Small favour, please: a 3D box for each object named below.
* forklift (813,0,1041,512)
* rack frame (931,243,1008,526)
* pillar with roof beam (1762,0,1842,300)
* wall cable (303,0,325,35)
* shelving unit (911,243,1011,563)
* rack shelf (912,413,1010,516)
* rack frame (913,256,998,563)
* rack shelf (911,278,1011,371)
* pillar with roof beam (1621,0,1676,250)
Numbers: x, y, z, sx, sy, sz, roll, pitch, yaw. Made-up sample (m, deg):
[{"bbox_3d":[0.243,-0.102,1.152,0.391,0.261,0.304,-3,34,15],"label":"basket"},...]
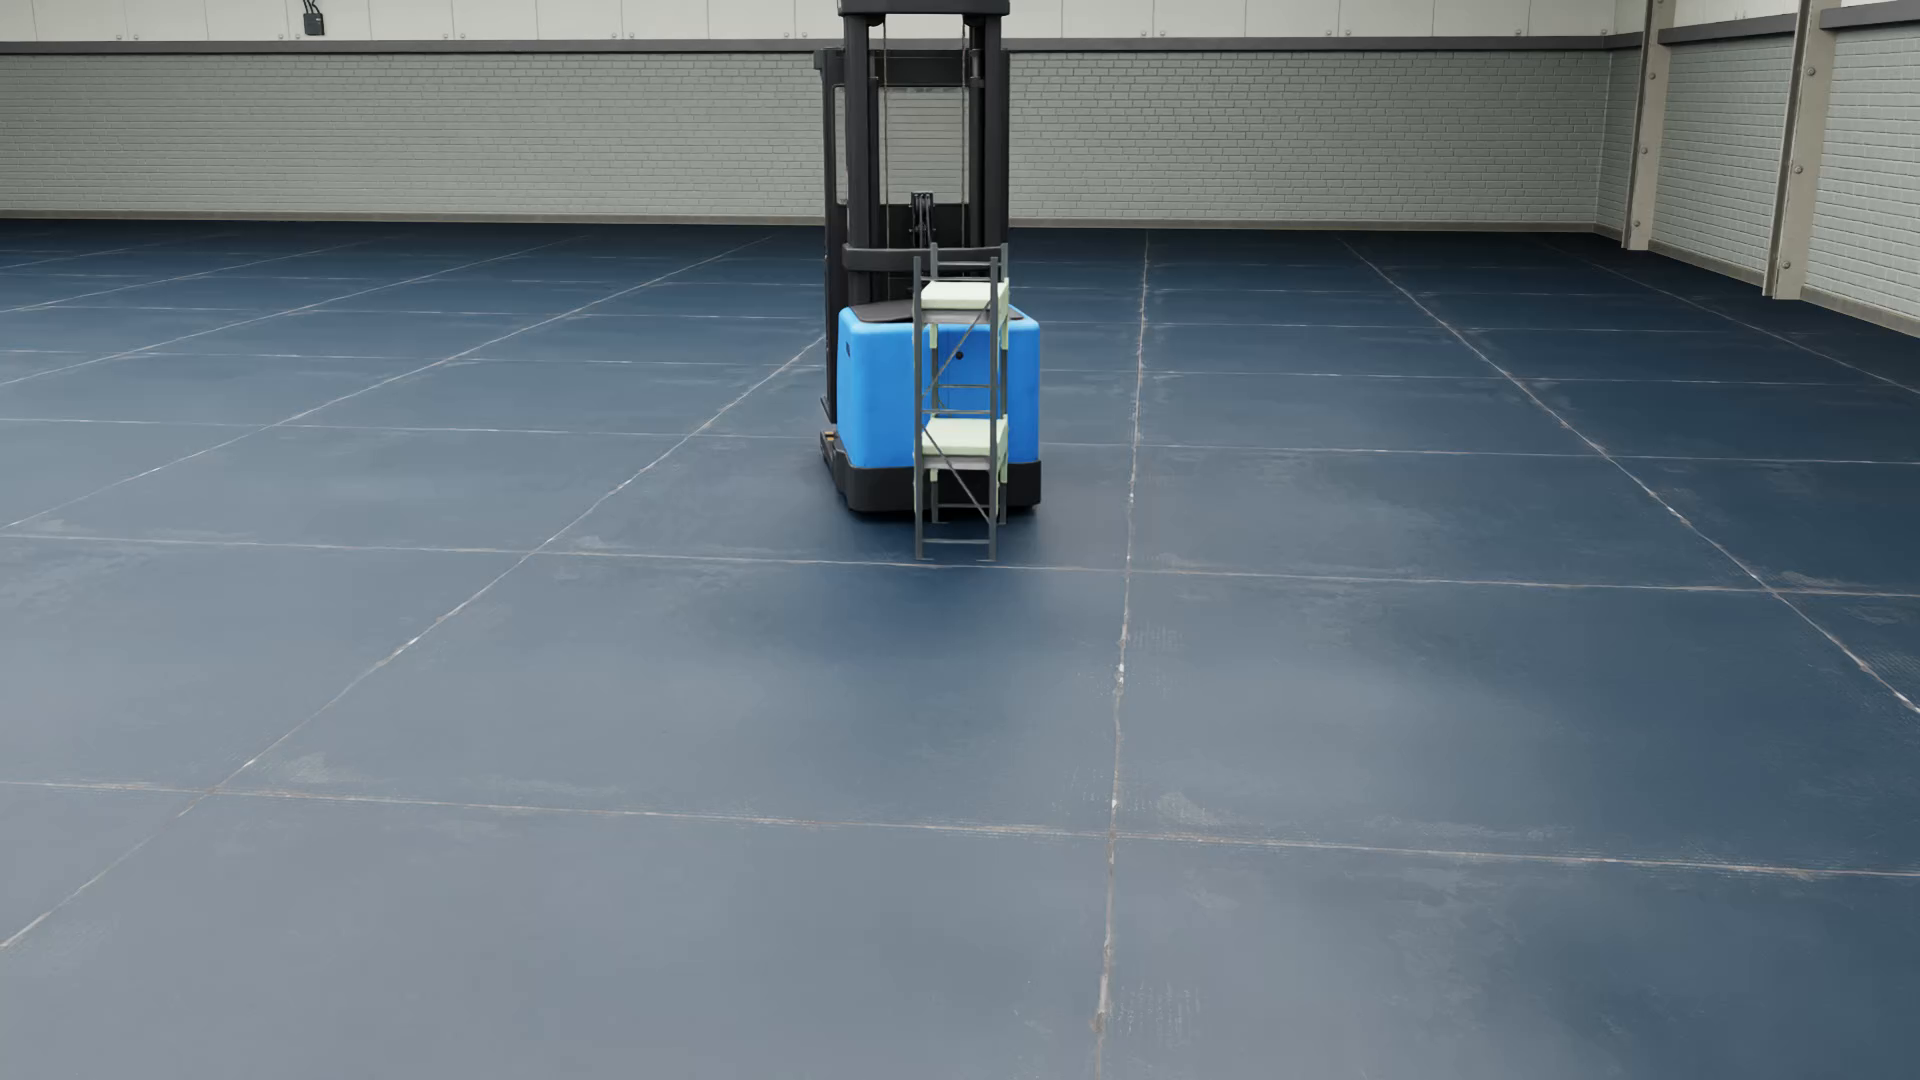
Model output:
[{"bbox_3d":[-0.292,-1.904,10.089,1.130,2.935,3.031,-2,15,-9],"label":"forklift"},{"bbox_3d":[0.049,-0.807,8.774,0.400,1.500,0.023,1,15,5],"label":"rack frame"},{"bbox_3d":[5.032,-7.219,18.121,9.100,9.000,0.400,2,15,6],"label":"pillar with roof beam"},{"bbox_3d":[-10.235,-11.660,28.027,2.305,6.003,0.169,2,15,6],"label":"wall cable"},{"bbox_3d":[0.014,-0.712,8.422,0.431,1.500,0.755,1,15,5],"label":"shelving unit"},{"bbox_3d":[0.014,-0.397,8.507,0.431,0.370,0.720,1,15,5],"label":"rack shelf"},{"bbox_3d":[-0.021,-0.617,8.070,0.400,1.500,0.023,1,15,5],"label":"rack frame"},{"bbox_3d":[0.014,-1.089,8.320,0.431,0.370,0.720,1,15,5],"label":"rack shelf"},{"bbox_3d":[5.709,-8.776,23.876,9.100,9.000,0.400,2,15,6],"label":"pillar with roof beam"}]
